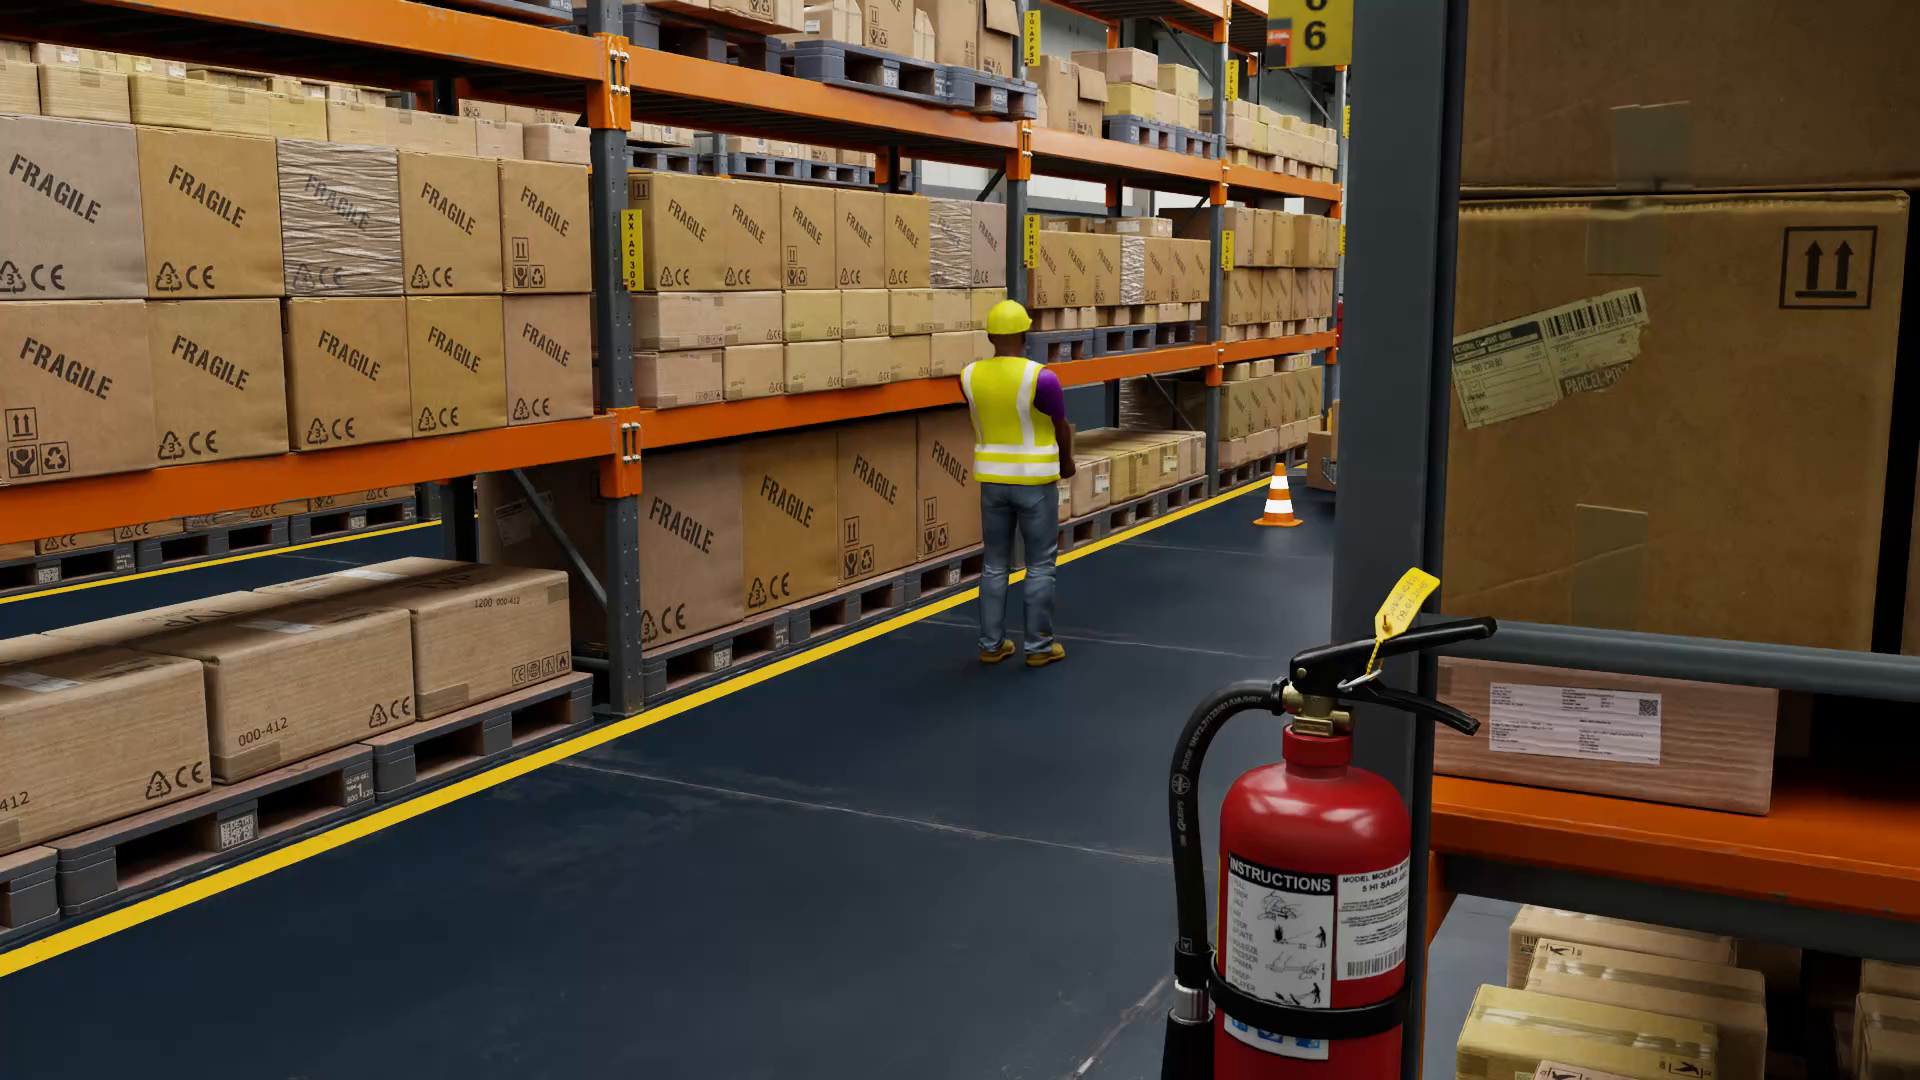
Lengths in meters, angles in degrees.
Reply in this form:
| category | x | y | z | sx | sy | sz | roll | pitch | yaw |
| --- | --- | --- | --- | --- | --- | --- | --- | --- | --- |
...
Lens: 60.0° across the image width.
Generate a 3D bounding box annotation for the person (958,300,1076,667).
| category | x | y | z | sx | sy | sz | roll | pitch | yaw |
| --- | --- | --- | --- | --- | --- | --- | --- | --- | --- |
| person | 0.304 | -0.283 | 8.098 | 0.503 | 1.760 | 0.577 | 5 | 10 | 27 |
